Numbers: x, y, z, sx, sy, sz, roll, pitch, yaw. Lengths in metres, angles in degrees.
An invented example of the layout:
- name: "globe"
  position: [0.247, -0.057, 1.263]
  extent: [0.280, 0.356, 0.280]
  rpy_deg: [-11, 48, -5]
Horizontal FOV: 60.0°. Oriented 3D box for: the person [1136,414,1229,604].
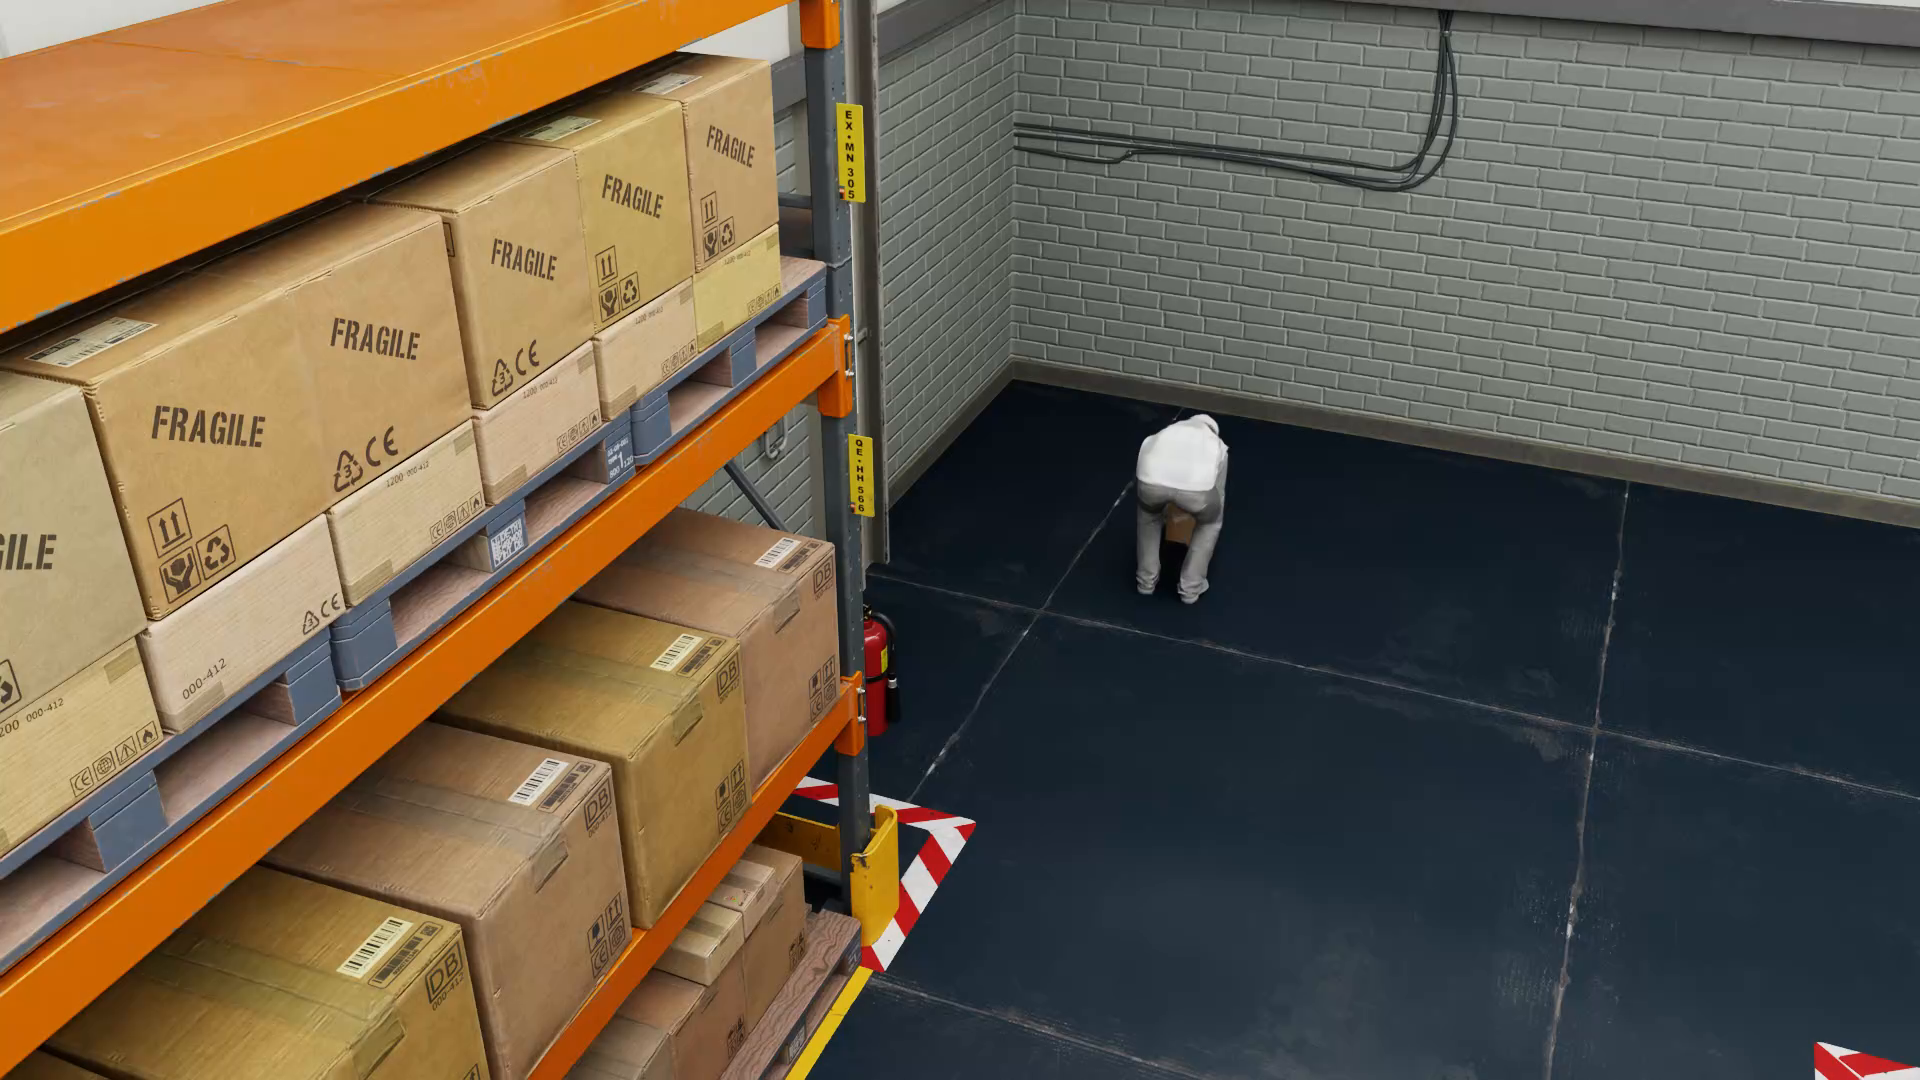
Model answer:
- name: "person"
  position: [1.294, -0.260, 9.589]
  extent: [0.500, 1.028, 1.002]
  rpy_deg: [10, 31, 17]
